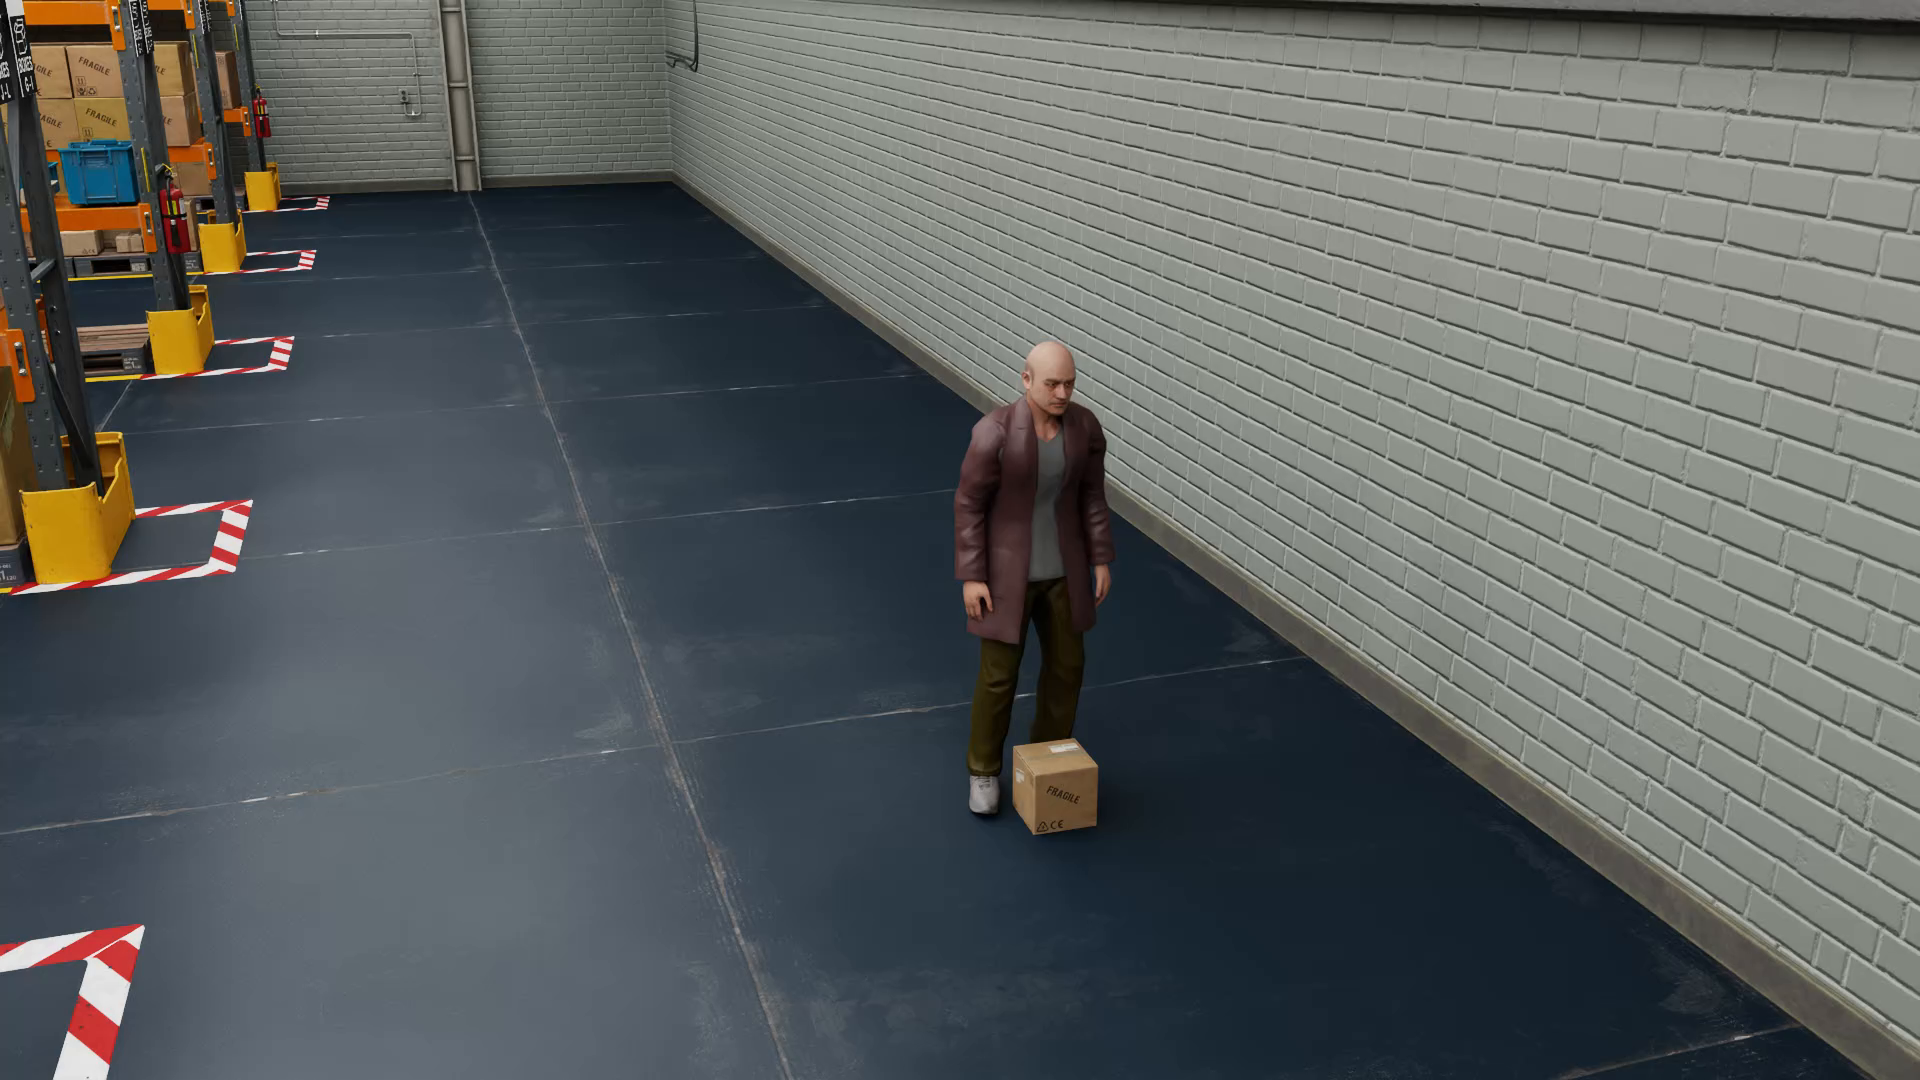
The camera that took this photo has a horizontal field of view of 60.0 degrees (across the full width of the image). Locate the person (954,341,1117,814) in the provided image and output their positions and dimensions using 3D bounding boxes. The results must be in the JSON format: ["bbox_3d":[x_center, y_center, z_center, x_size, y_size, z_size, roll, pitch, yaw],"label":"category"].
[{"bbox_3d":[0.286,0.125,6.223,0.654,1.774,0.422,-7,20,-20],"label":"person"}]
